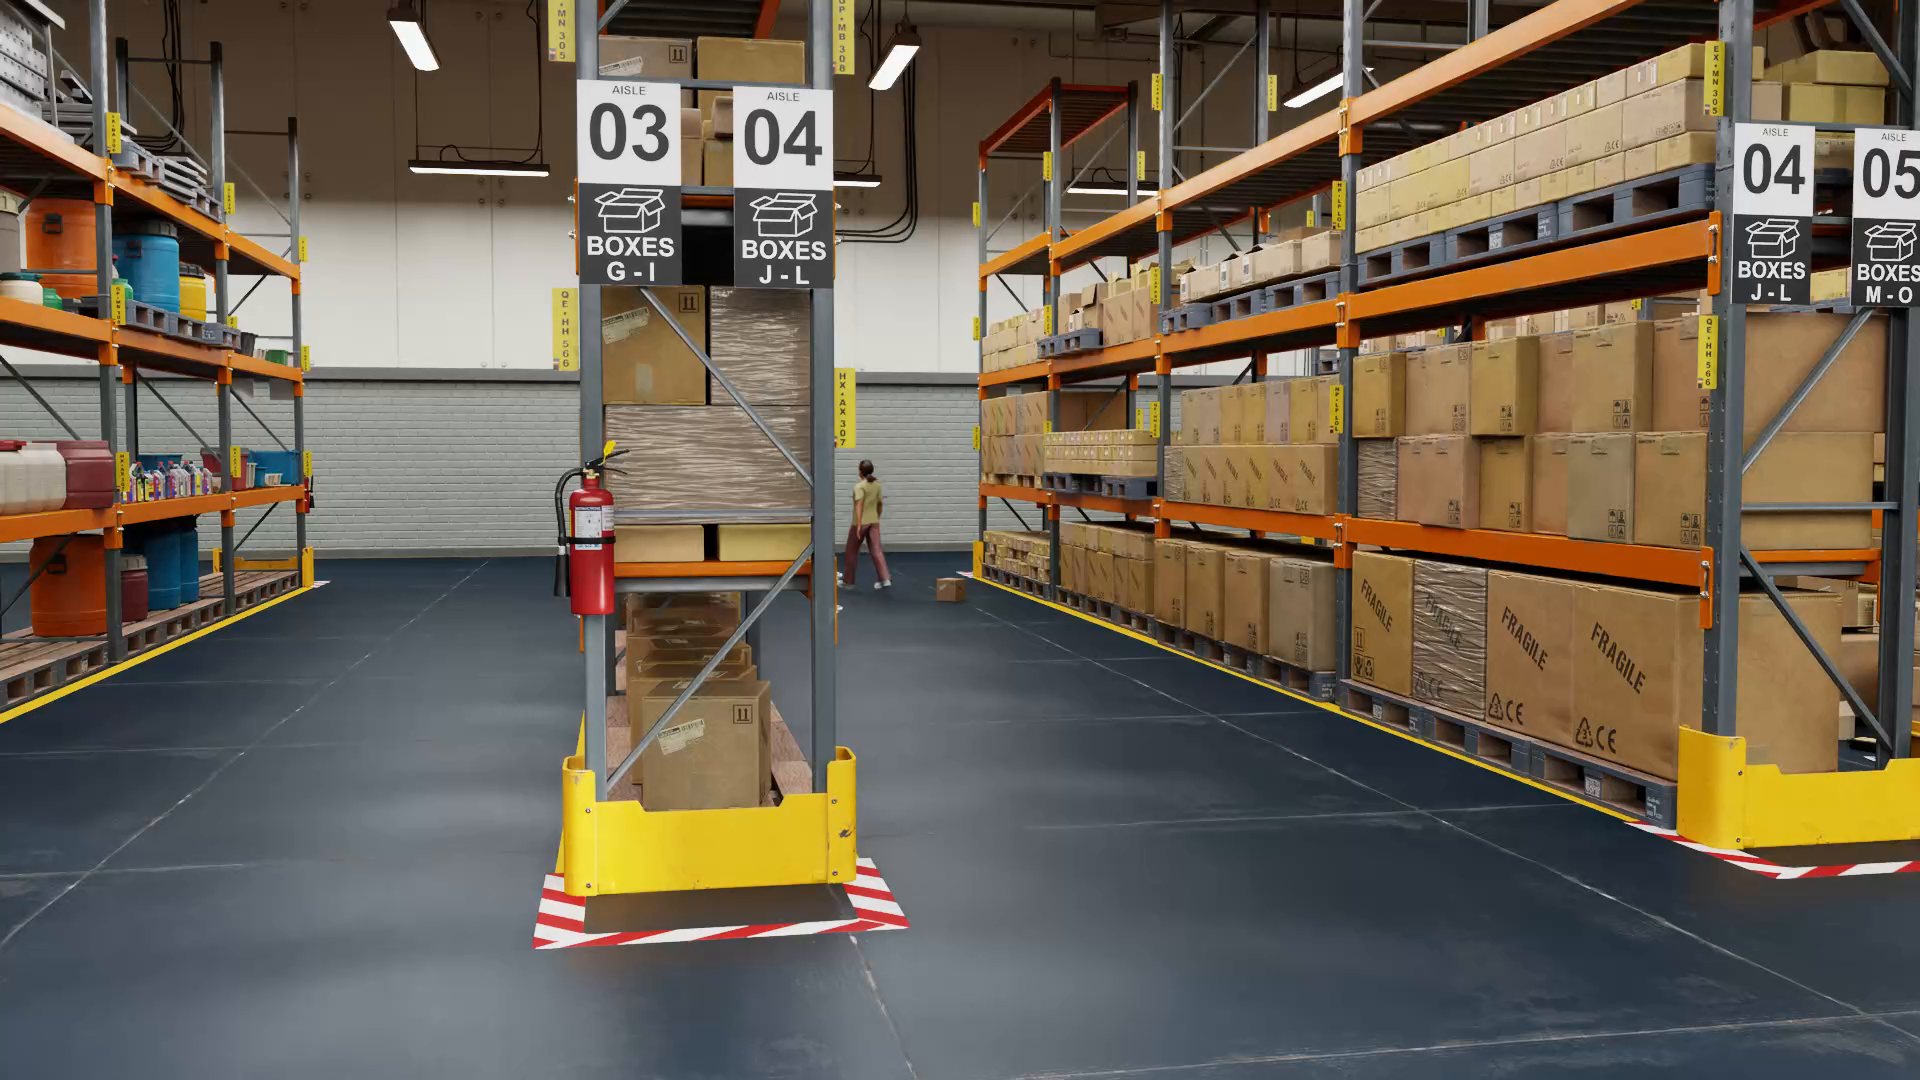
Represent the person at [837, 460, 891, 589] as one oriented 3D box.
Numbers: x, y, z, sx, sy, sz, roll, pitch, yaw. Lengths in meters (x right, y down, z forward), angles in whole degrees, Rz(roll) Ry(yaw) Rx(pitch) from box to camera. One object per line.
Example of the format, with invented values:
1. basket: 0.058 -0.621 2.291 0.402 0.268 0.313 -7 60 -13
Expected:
1. person: -1.161 -0.185 20.585 0.473 1.620 1.035 -2 4 -34
